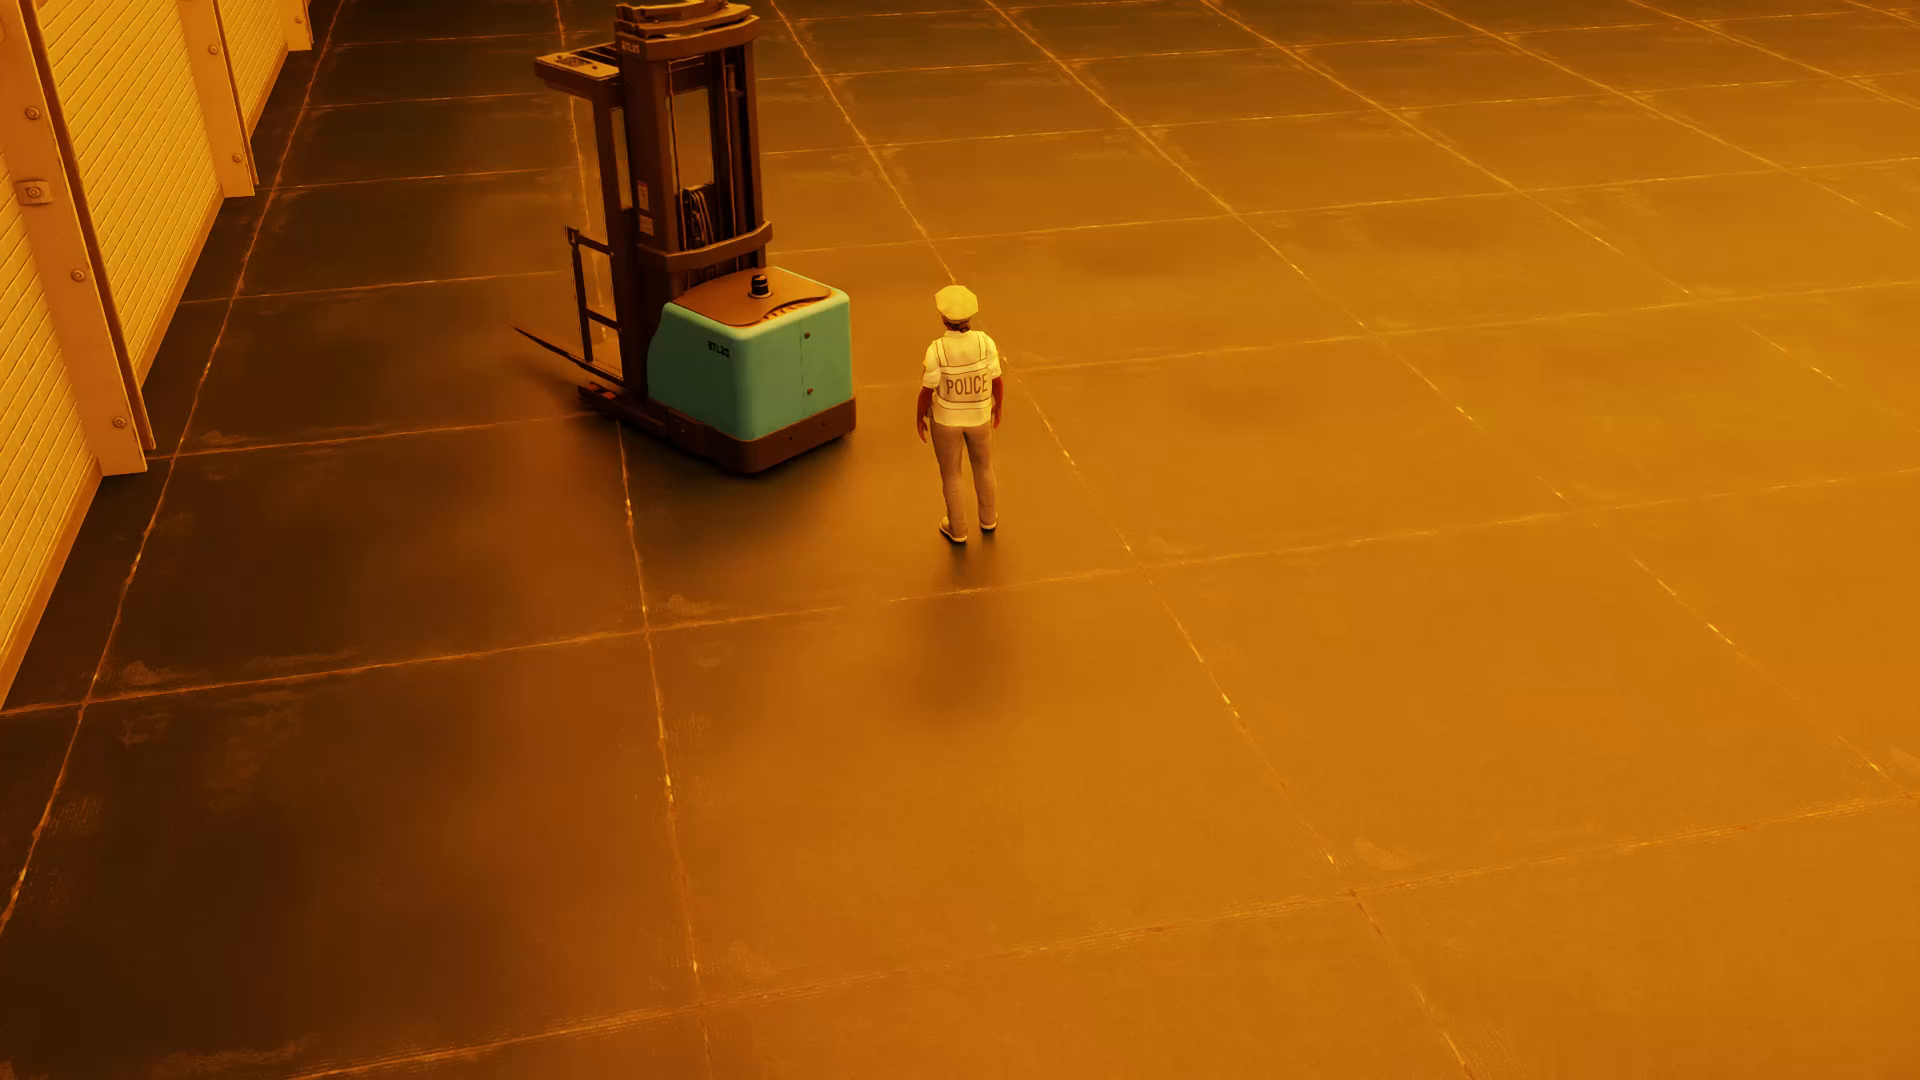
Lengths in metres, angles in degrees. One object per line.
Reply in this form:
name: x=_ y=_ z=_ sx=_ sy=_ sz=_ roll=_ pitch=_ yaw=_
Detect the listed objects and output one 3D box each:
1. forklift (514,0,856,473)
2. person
forklift: x=-2.148 y=-2.343 z=11.621 sx=3.031 sy=2.935 sz=1.130 roll=25 pitch=39 yaw=37
person: x=0.002 y=-0.778 z=10.139 sx=0.569 sy=1.694 sz=0.530 roll=-7 pitch=31 yaw=-12
